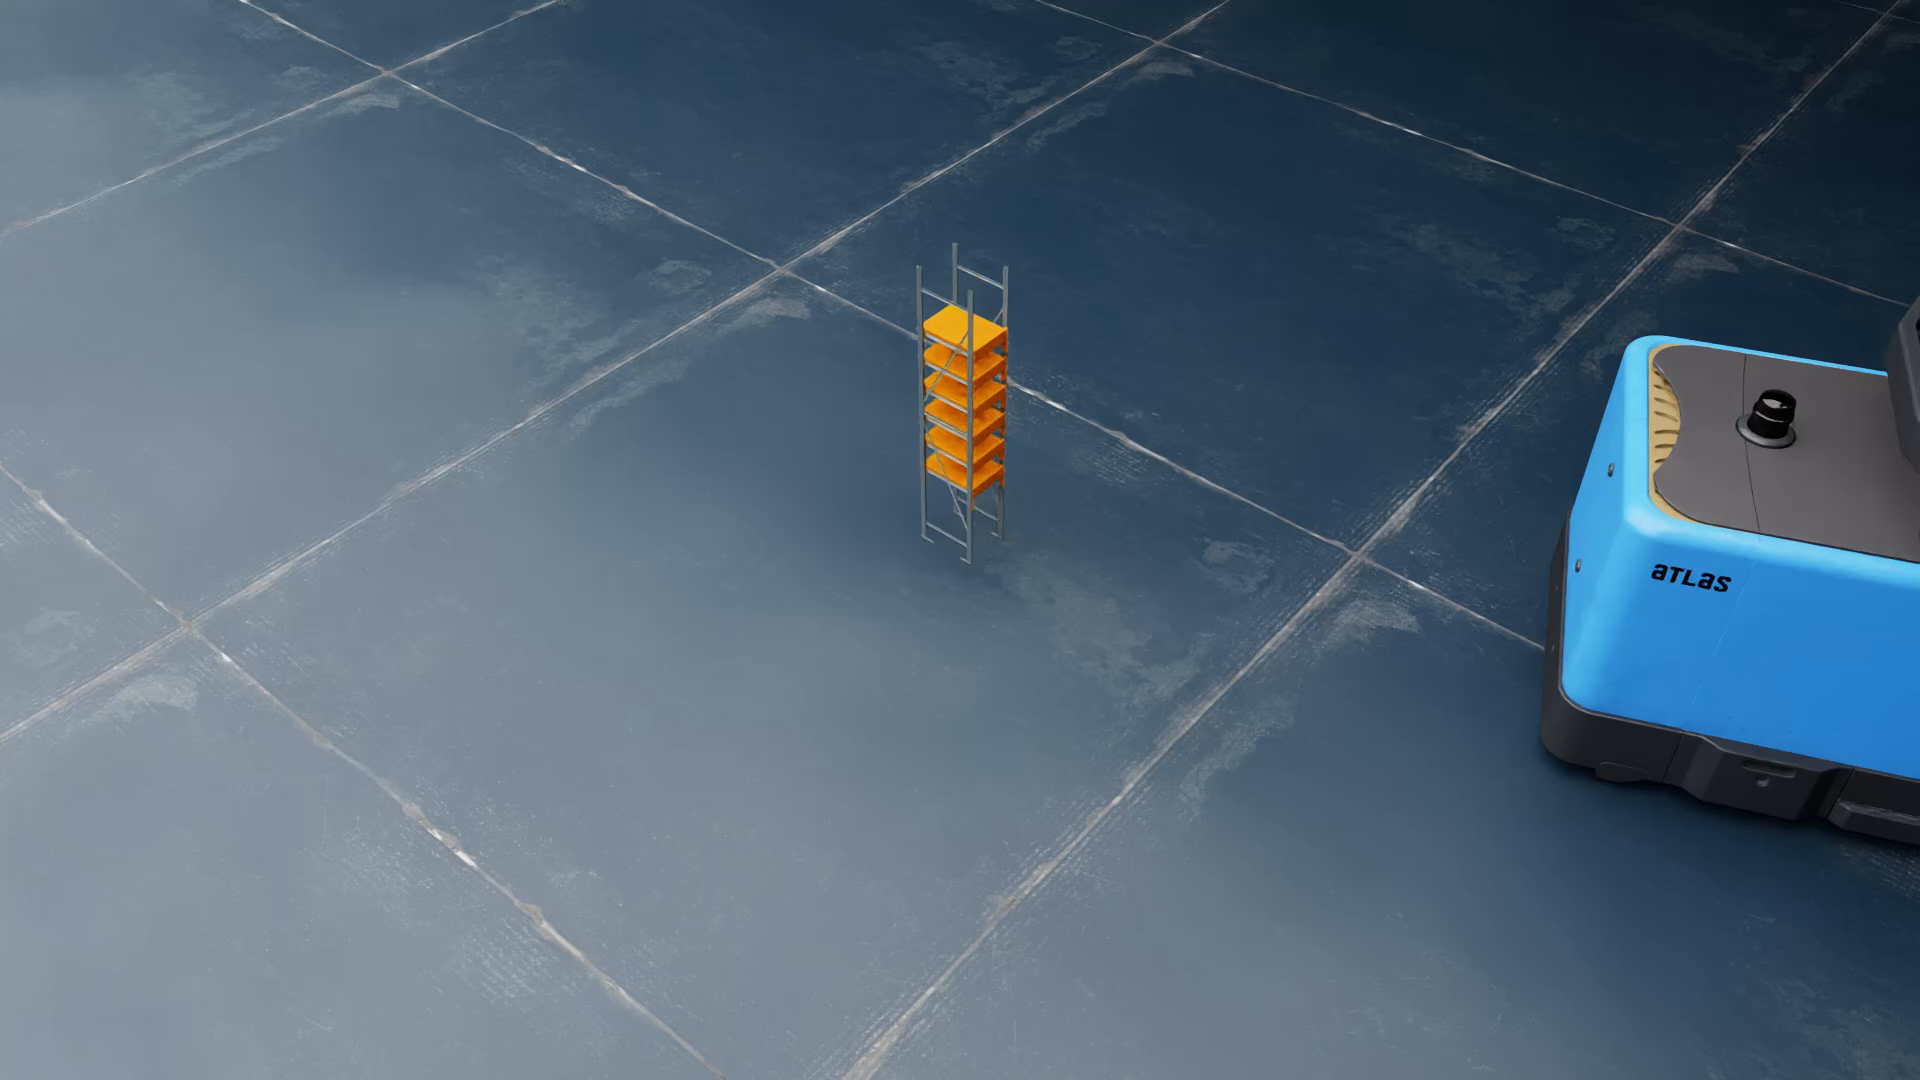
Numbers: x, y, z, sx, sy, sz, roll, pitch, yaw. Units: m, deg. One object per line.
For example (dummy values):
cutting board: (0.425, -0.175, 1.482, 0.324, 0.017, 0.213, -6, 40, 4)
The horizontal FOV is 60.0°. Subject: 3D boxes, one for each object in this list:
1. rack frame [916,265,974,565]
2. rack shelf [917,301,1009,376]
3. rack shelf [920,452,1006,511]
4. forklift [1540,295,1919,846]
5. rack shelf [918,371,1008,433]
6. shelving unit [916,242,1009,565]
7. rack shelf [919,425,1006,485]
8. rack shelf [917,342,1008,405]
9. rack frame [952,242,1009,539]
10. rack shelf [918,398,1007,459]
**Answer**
rack frame: (-0.050, -0.404, 5.803, 0.240, 1.200, 0.006, 29, 50, 28)
rack shelf: (0.009, -0.685, 5.642, 0.258, 0.103, 0.180, 29, 50, 28)
rack shelf: (0.009, -0.241, 6.046, 0.258, 0.103, 0.180, 29, 50, 28)
forklift: (3.473, -0.372, 4.481, 3.031, 2.935, 1.130, 12, 44, 12)
rack shelf: (0.009, -0.507, 5.804, 0.258, 0.103, 0.180, 29, 50, 28)
shelving unit: (0.009, -0.451, 5.855, 0.258, 1.200, 0.189, 29, 50, 28)
rack shelf: (0.009, -0.330, 5.965, 0.258, 0.103, 0.180, 29, 50, 28)
rack shelf: (0.009, -0.596, 5.723, 0.258, 0.103, 0.180, 29, 50, 28)
rack frame: (0.068, -0.498, 5.906, 0.240, 1.200, 0.006, 29, 50, 28)
rack shelf: (0.009, -0.419, 5.884, 0.258, 0.103, 0.180, 29, 50, 28)
